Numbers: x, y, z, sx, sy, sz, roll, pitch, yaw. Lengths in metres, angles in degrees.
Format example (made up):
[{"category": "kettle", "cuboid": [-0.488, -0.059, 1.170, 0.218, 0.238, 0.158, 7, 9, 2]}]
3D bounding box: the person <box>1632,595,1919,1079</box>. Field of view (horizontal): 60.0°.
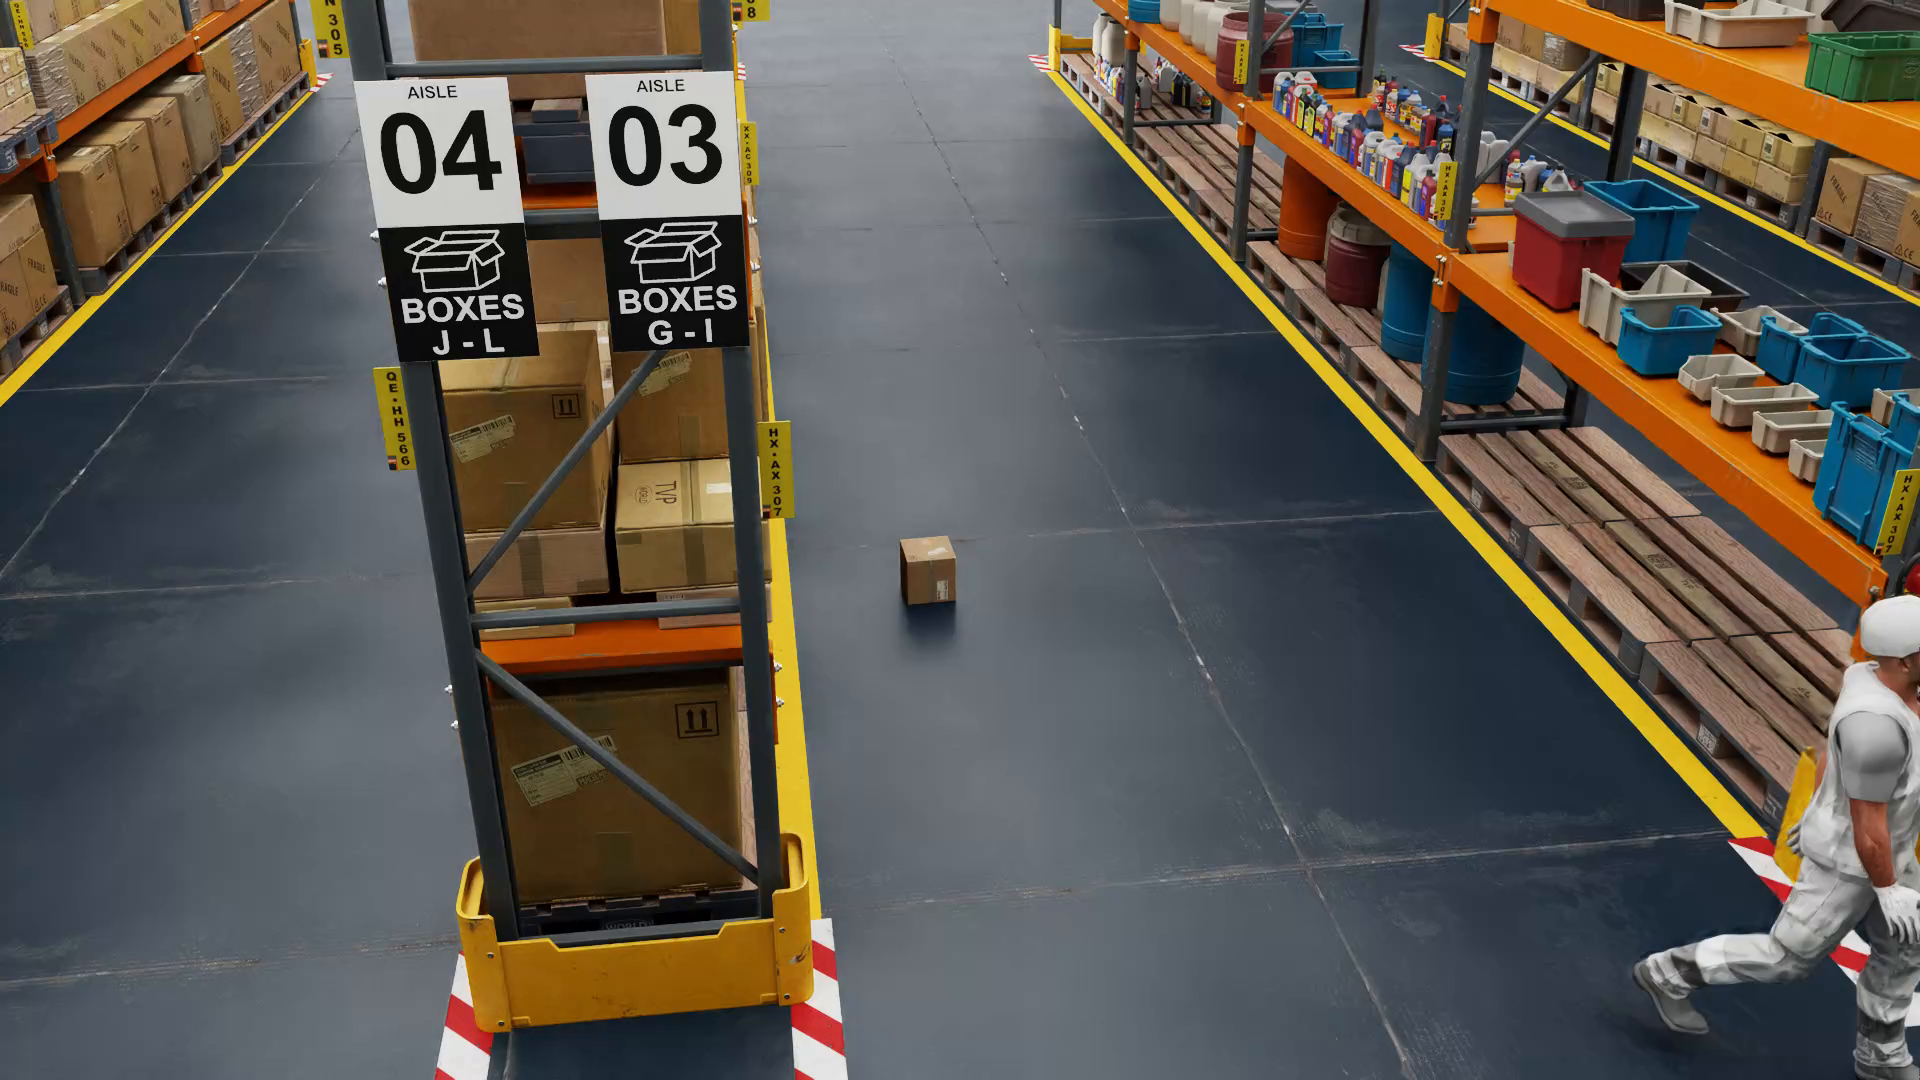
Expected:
[{"category": "person", "cuboid": [2.770, 0.956, 5.199, 0.996, 1.754, 0.516, 19, 33, 33]}]
